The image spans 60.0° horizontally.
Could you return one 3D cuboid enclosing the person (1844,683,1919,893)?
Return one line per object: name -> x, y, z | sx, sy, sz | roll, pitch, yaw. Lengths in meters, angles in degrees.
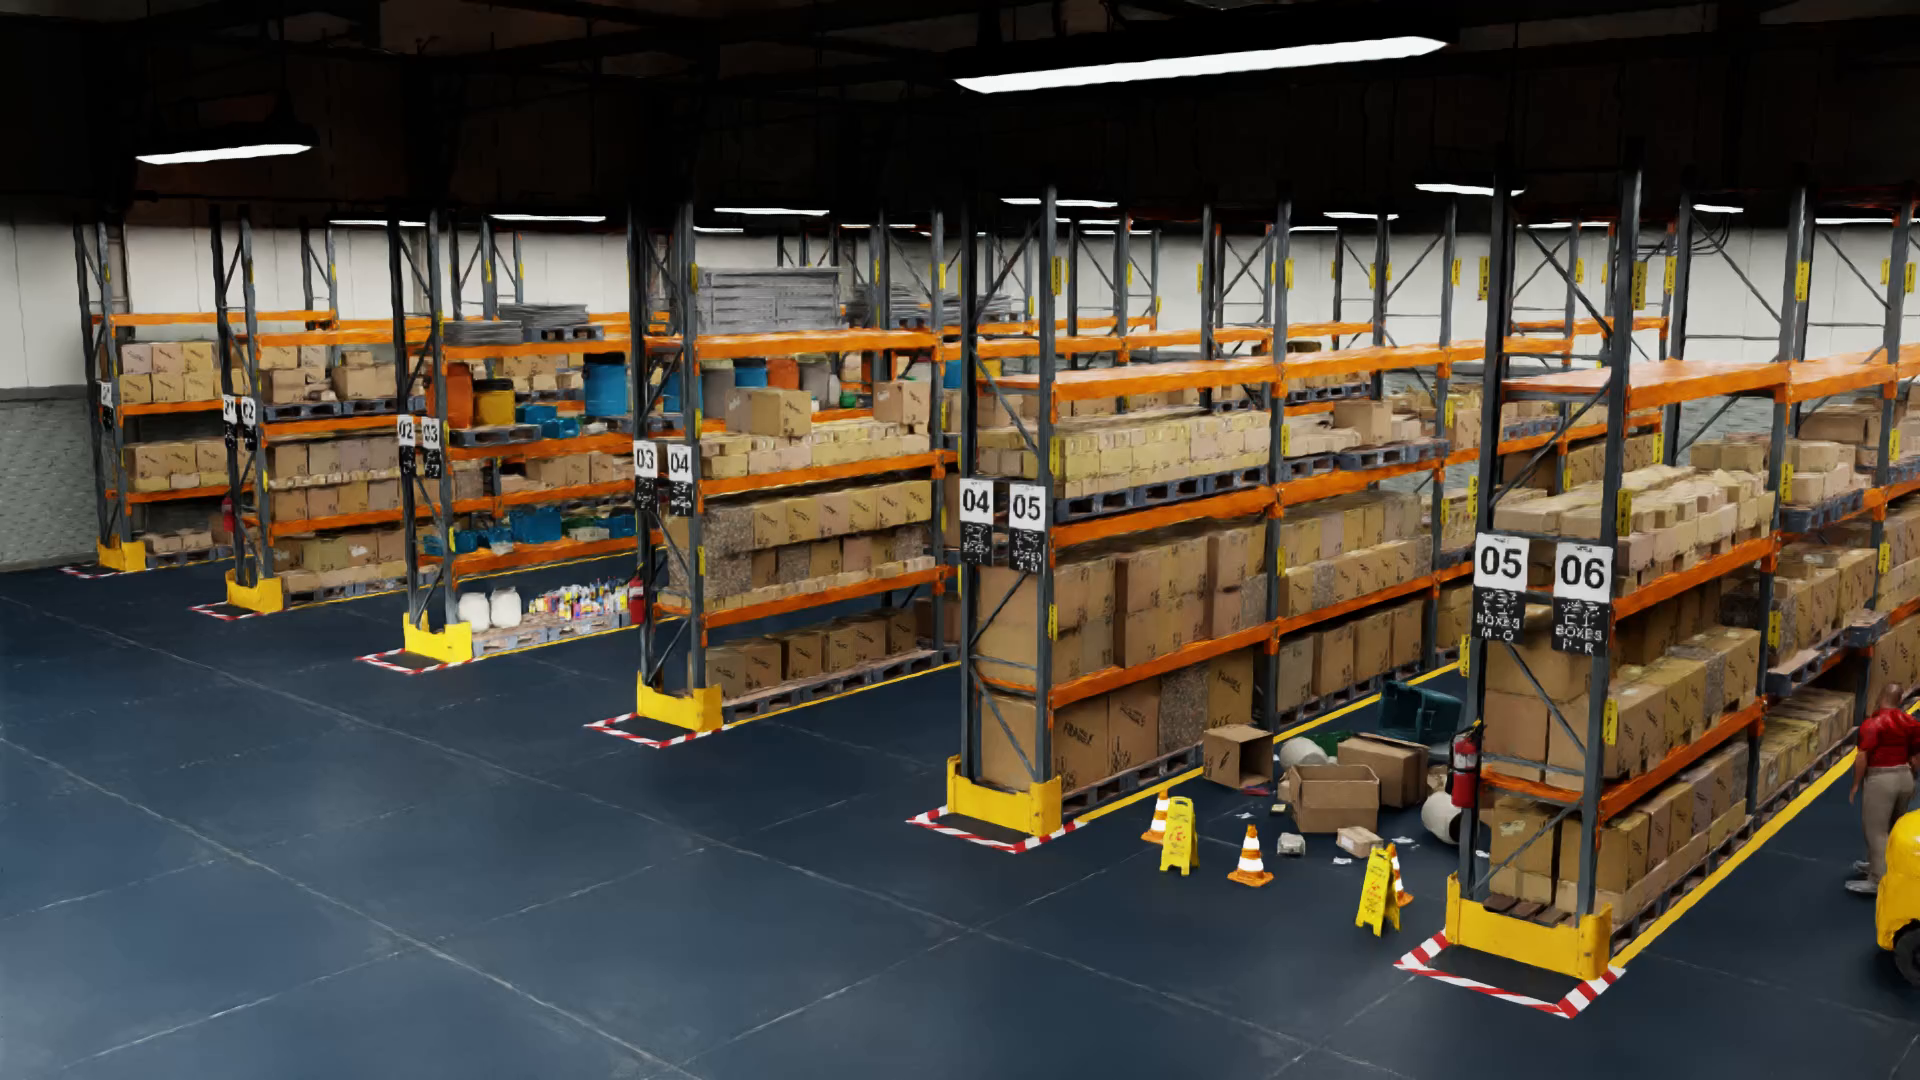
person -> 7.658, 2.026, 13.833 | 0.655, 1.724, 0.568 | -3, 10, -17
